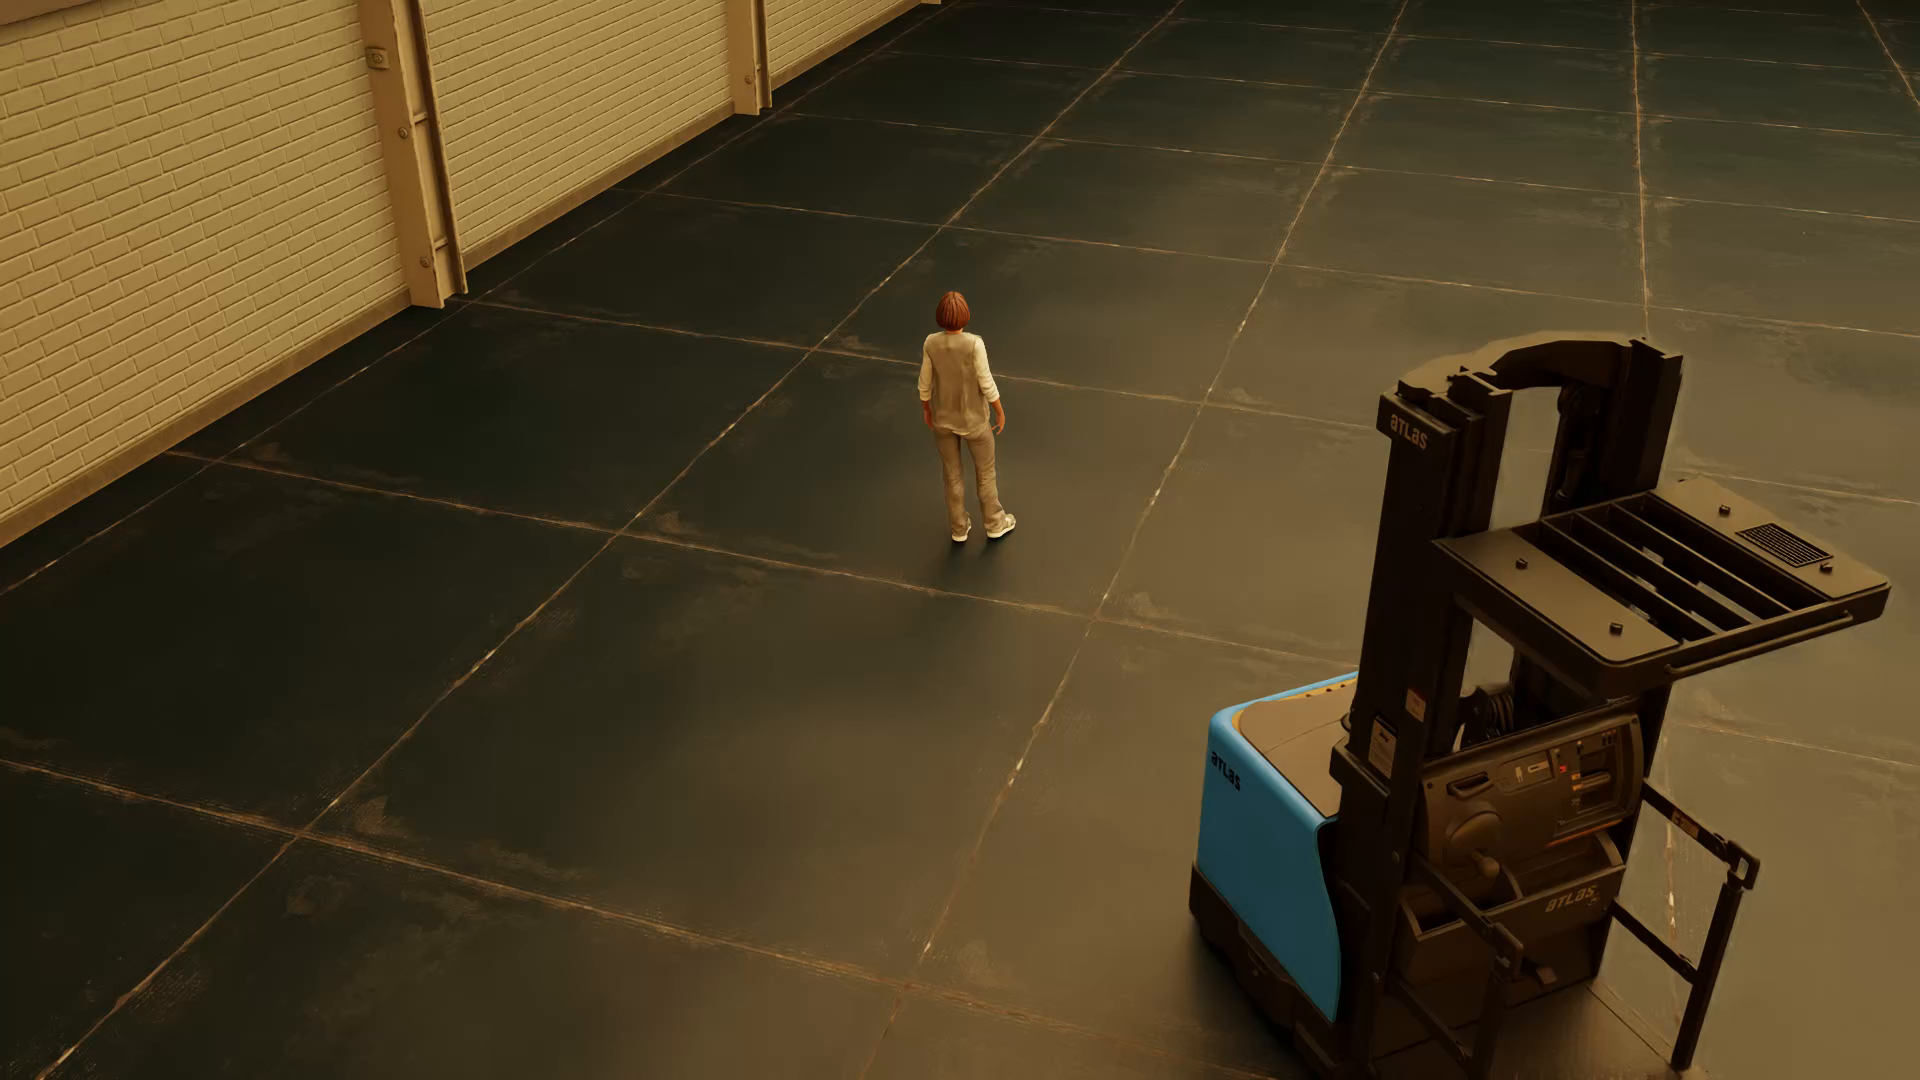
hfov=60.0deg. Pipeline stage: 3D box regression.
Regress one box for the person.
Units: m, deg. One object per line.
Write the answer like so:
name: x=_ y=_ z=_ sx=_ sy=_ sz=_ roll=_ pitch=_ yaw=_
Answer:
person: x=0.038 y=-0.733 z=9.754 sx=0.520 sy=1.599 sz=0.473 roll=10 pitch=31 yaw=16

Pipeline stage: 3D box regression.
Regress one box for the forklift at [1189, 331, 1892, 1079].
forklift: x=2.054 y=0.921 z=5.521 sx=1.130 sy=2.935 sz=3.031 roll=-13 pitch=32 yaw=-21
